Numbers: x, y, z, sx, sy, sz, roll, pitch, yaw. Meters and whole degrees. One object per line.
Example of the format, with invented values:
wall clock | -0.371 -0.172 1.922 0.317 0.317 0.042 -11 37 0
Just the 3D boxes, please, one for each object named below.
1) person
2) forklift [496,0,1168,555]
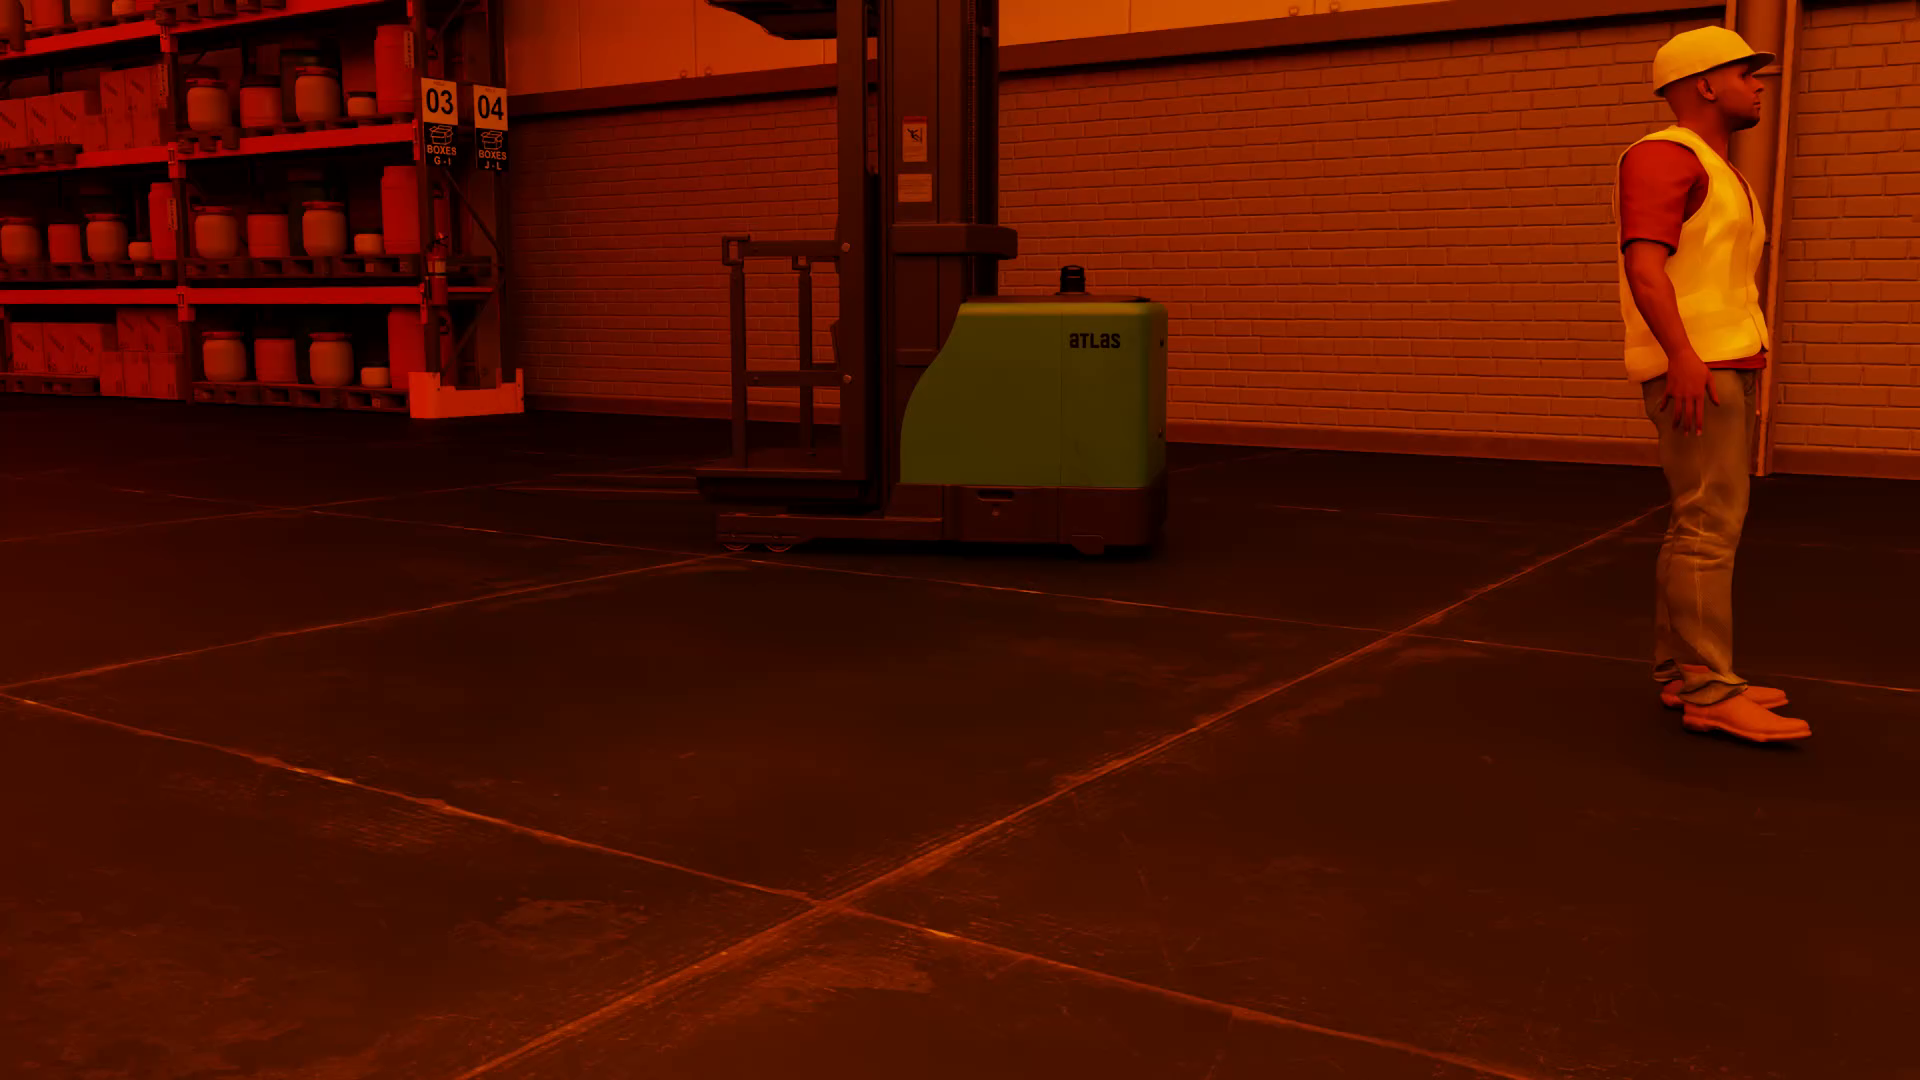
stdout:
person | 1.981 -0.425 4.270 0.577 1.766 0.666 6 10 37
forklift | -0.596 -1.469 7.520 3.031 2.935 1.130 2 8 12
